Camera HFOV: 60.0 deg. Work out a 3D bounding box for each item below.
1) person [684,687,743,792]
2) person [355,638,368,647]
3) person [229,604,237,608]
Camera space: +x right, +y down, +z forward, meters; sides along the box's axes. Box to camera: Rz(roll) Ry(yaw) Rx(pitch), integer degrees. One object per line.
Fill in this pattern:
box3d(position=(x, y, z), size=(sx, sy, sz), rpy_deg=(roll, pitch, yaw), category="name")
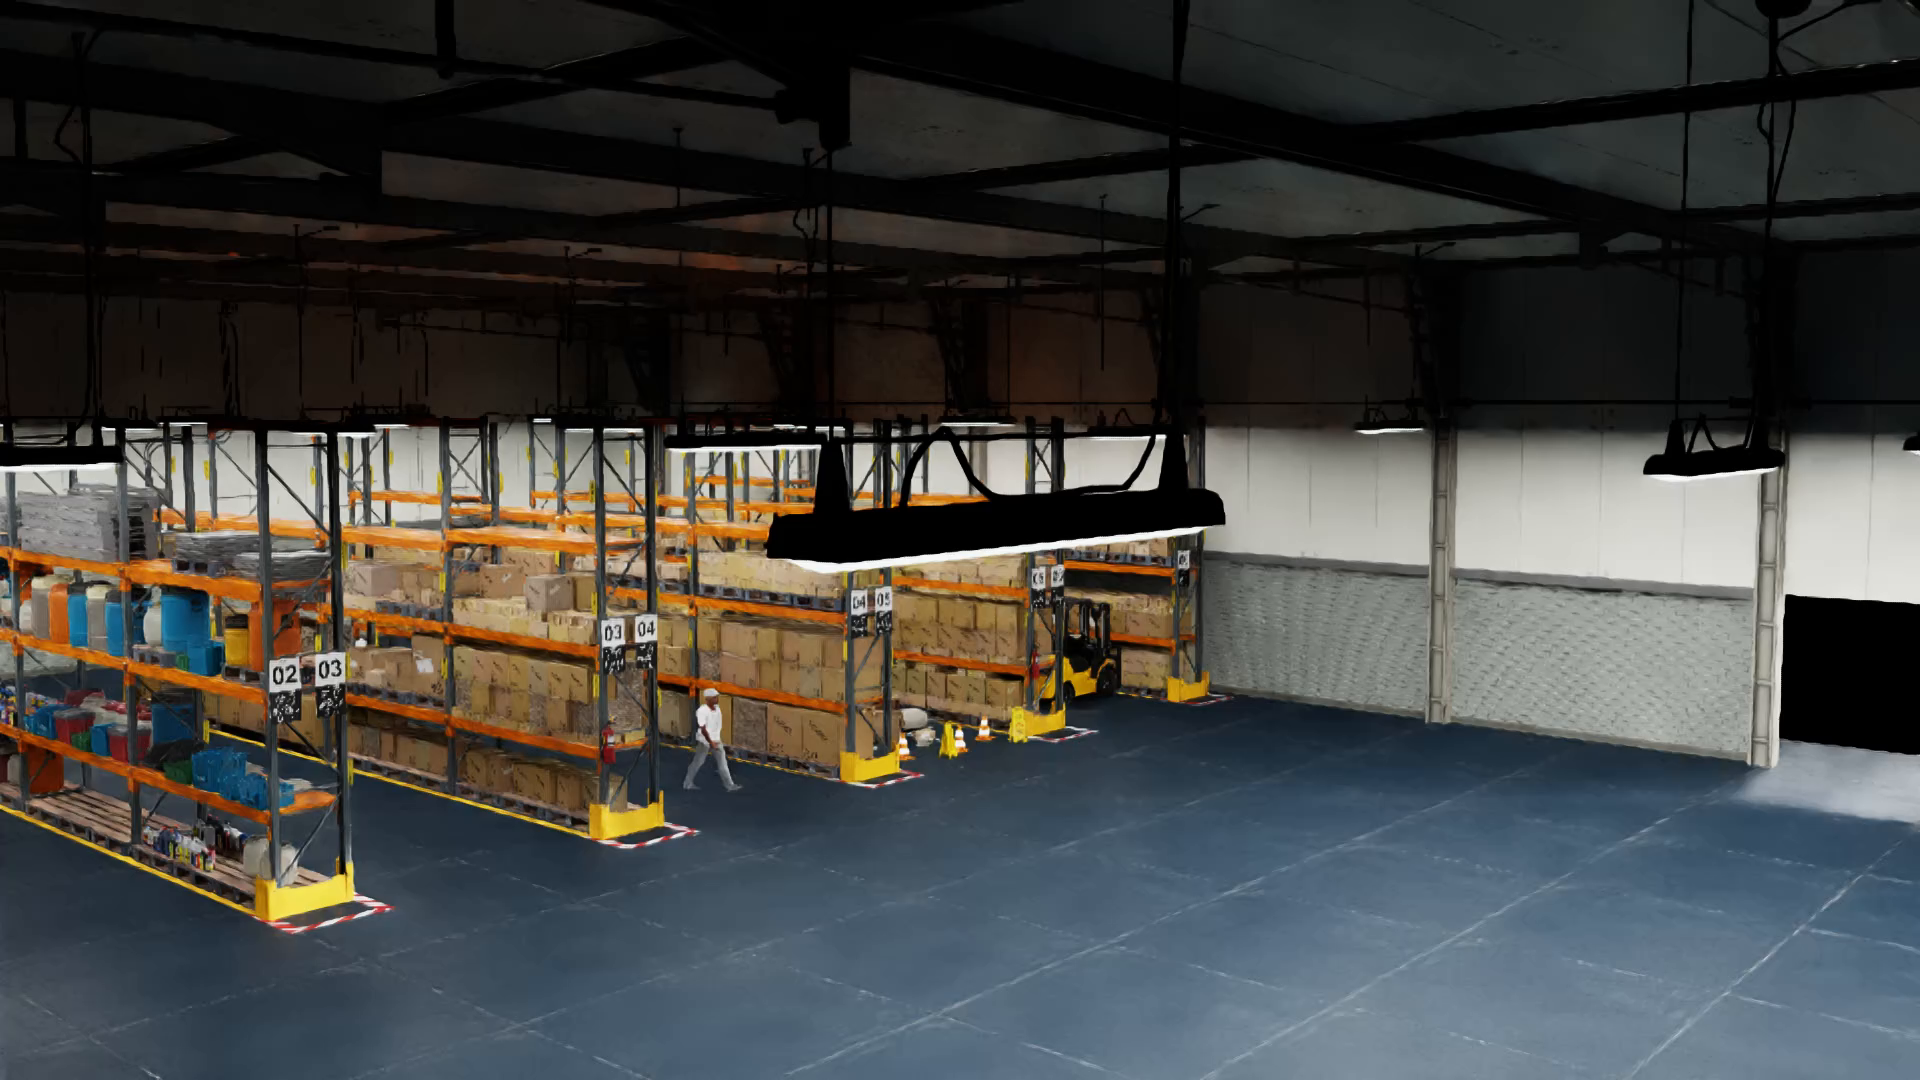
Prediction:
box3d(position=(-4.039, 3.233, 26.928), size=(1.035, 1.708, 0.571), rpy_deg=(3, 6, 32), category="person")
box3d(position=(-11.740, 2.767, 32.574), size=(1.115, 1.700, 0.543), rpy_deg=(4, 6, 43), category="person")
box3d(position=(-16.619, 2.318, 37.859), size=(0.500, 1.718, 0.712), rpy_deg=(-2, 5, -21), category="person")
